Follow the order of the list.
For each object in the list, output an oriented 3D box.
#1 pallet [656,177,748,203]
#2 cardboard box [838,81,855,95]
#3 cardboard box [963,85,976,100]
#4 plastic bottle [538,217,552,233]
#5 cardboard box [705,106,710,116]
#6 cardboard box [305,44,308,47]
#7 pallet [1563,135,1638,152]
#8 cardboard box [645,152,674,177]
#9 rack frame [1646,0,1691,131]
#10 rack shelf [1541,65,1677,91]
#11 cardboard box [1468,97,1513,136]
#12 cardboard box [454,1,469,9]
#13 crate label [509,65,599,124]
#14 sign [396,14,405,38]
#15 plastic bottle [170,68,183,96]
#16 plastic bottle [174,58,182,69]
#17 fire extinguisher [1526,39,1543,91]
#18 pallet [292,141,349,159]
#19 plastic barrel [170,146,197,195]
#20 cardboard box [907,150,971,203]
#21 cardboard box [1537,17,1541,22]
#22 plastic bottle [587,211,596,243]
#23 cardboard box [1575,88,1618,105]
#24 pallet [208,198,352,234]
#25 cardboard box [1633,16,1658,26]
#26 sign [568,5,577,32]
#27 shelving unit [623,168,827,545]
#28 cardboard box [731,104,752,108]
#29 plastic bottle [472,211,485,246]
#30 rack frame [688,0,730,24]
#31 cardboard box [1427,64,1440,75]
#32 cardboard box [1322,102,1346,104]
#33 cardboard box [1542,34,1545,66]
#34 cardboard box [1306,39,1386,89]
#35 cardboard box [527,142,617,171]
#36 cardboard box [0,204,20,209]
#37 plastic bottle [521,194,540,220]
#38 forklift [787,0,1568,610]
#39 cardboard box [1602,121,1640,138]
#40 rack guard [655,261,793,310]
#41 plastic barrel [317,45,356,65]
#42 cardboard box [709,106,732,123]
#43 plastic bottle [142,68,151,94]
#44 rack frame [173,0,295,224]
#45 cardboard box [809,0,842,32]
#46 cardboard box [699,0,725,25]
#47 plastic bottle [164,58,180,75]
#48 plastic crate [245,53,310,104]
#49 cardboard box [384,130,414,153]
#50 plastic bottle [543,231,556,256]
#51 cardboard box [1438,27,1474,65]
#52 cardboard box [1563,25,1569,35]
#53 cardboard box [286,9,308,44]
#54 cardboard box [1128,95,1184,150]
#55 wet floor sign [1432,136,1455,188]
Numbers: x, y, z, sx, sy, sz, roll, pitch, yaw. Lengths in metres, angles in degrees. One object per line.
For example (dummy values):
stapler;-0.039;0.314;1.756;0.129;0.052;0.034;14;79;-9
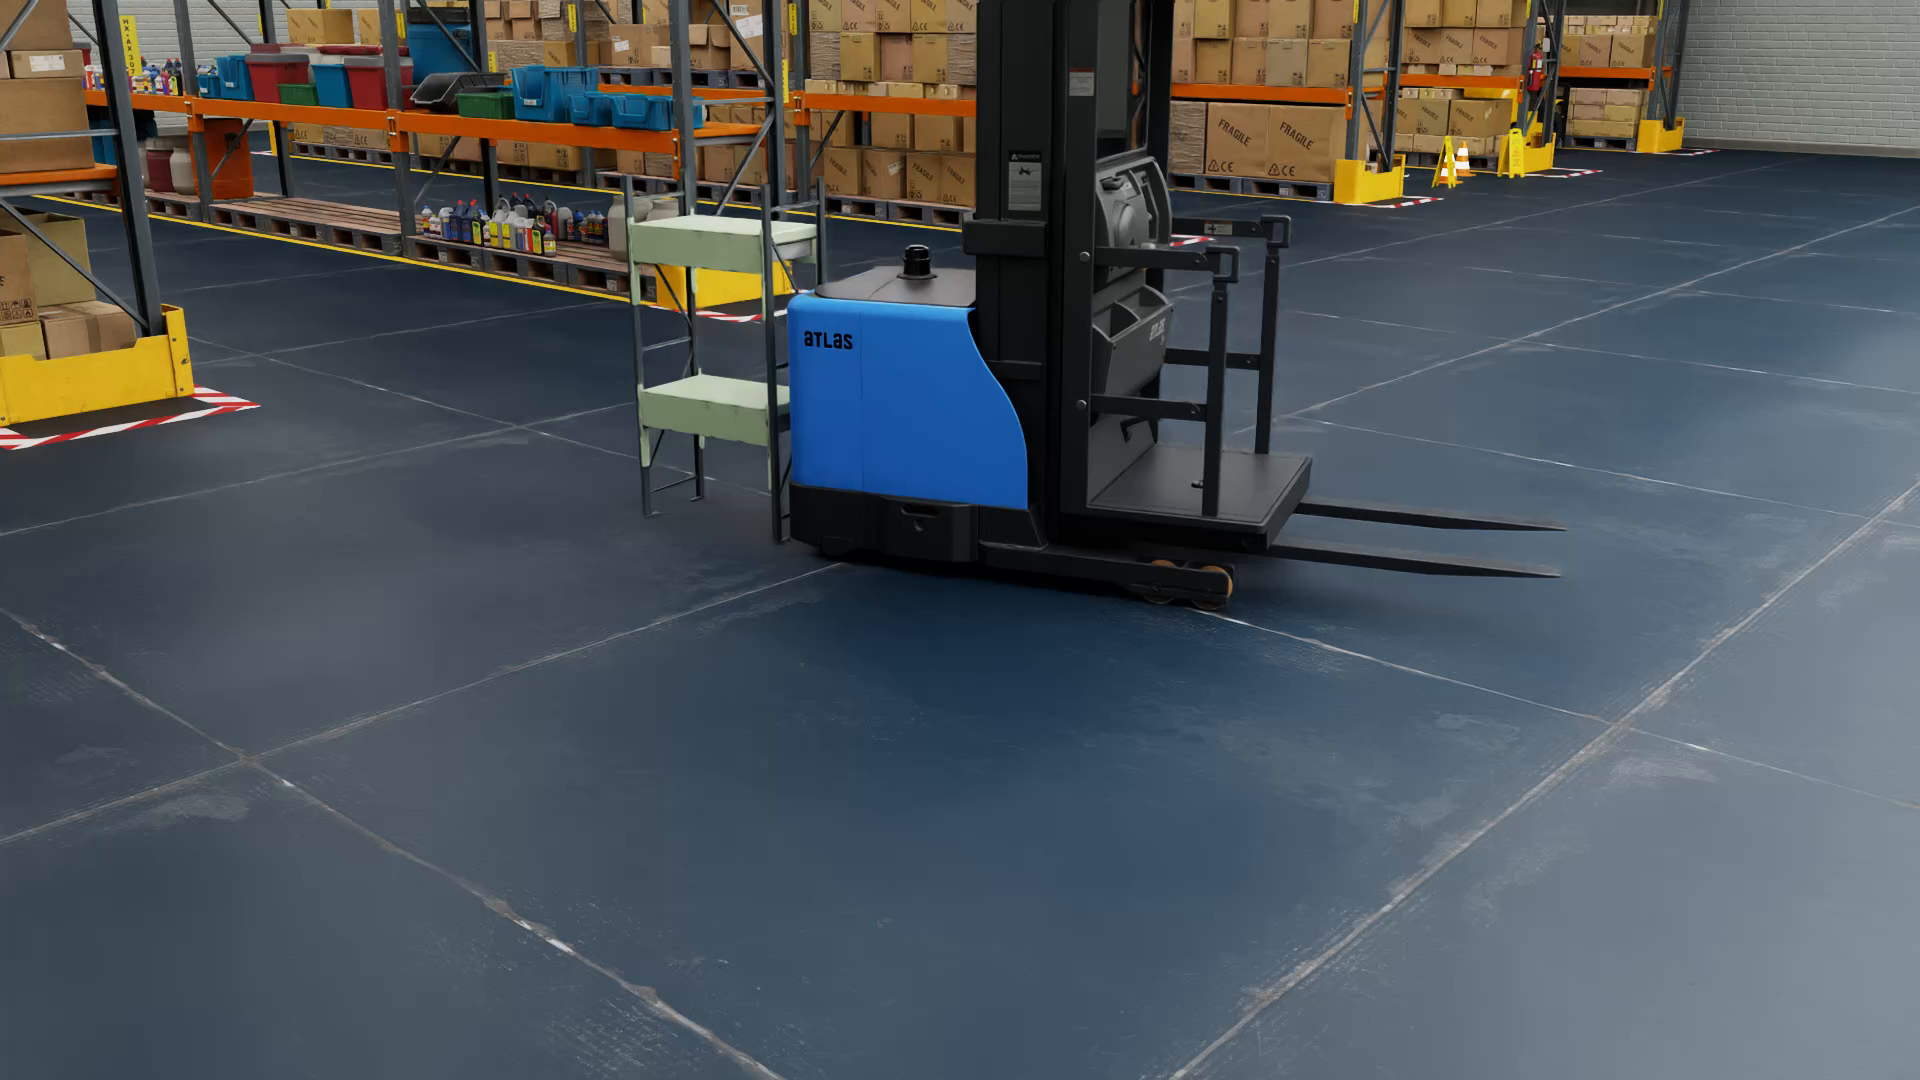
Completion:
pallet;-2.952;-4.318;20.368;1.213;0.211;1.003;15;23;39
cardboard box;-1.107;-4.918;18.065;0.250;0.149;0.380;15;23;39
cardboard box;0.243;-4.581;17.003;0.250;0.149;0.380;15;23;39
plastic bottle;-3.513;-2.588;14.070;0.133;0.283;0.061;15;23;39
cardboard box;-4.188;-7.195;27.860;0.250;0.149;0.380;16;24;41
cardboard box;-9.855;-7.465;25.432;0.500;0.250;0.500;15;23;39
pallet;10.809;-6.624;27.634;1.213;0.211;1.003;15;23;39
cardboard box;-3.506;-4.829;20.774;0.500;0.500;0.700;13;22;35
rack frame;11.409;-7.809;26.758;0.127;3.000;1.000;15;23;39
rack shelf;9.913;-7.867;28.132;4.000;0.370;1.077;15;23;39
cardboard box;7.679;-6.161;24.178;0.500;0.500;0.500;14;22;37
cardboard box;-6.447;-7.111;22.737;0.637;0.503;0.797;15;23;40
crate label;-3.304;-3.647;13.588;0.616;0.435;0.502;15;23;39
sign;-7.803;-7.177;23.205;0.005;0.325;0.100;15;23;39
plastic bottle;-8.317;-4.858;17.652;0.133;0.283;0.061;15;23;39
plastic bottle;-8.995;-5.376;19.176;0.185;0.351;0.144;15;23;39
fire extinguisher;7.897;-6.521;22.828;0.183;0.674;0.296;15;23;39
pallet;-9.778;-6.183;26.247;1.213;0.211;1.003;15;23;39
plastic barrel;-8.591;-4.130;18.586;0.421;0.512;0.421;0;18;0
cardboard box;-0.230;-3.945;18.022;0.500;0.500;0.500;13;22;34
cardboard box;9.673;-8.693;27.814;0.250;0.149;0.380;15;23;39
plastic bottle;-3.229;-2.755;14.617;0.097;0.271;0.097;0;18;0
cardboard box;10.472;-7.298;27.347;0.500;0.250;0.500;16;23;40
pallet;-7.178;-3.435;17.587;1.213;0.211;1.003;15;23;39
cardboard box;11.001;-8.332;26.676;0.250;0.149;0.380;15;23;39
sign;-4.810;-6.475;20.641;0.005;0.325;0.100;15;23;39
shelving unit;-0.990;-0.806;7.172;0.755;1.500;0.431;11;20;30
cardboard box;-3.291;-7.006;26.426;0.500;0.250;0.500;16;24;41
plastic bottle;-4.175;-2.704;14.436;0.133;0.283;0.061;16;24;42
rack frame;-4.068;-7.954;27.216;0.127;3.000;1.000;15;23;39
cardboard box;6.944;-6.802;24.001;0.250;0.149;0.380;15;23;40
cardboard box;5.796;-6.451;25.091;0.500;0.500;0.500;16;24;41
cardboard box;9.718;-8.203;27.836;0.500;0.500;0.500;15;23;40
cardboard box;4.600;-5.680;19.804;0.550;0.550;0.875;15;23;39
cardboard box;-4.946;-5.380;21.923;0.875;0.875;1.225;14;22;37
cardboard box;-6.412;-1.909;10.780;0.500;0.500;0.500;15;23;39
plastic bottle;-3.923;-2.970;15.163;0.185;0.351;0.144;14;22;37
forklift;0.863;-1.314;6.405;3.031;2.935;1.130;7;19;20
cardboard box;10.848;-6.721;27.182;0.500;0.250;0.500;15;23;40
rack guard;-1.836;-2.135;13.014;0.348;0.500;1.175;15;23;39
plastic barrel;-6.182;-4.666;16.631;0.433;0.535;0.433;0;18;0
cardboard box;-3.691;-6.755;26.874;0.500;0.500;0.500;16;24;41
plastic bottle;-8.855;-5.004;18.132;0.097;0.271;0.097;0;18;0
rack frame;-7.732;-4.929;17.683;0.127;3.000;1.000;15;23;39
cardboard box;-1.285;-5.764;18.006;0.500;0.500;0.500;15;23;39
cardboard box;-4.244;-8.766;27.464;0.500;0.500;0.500;16;23;41
plastic bottle;-8.995;-5.315;18.982;0.185;0.351;0.144;15;23;39
plastic crate;-6.726;-4.565;16.432;0.583;0.464;0.402;15;23;39
cardboard box;-7.876;-6.190;24.477;0.875;0.875;0.875;15;23;39
plastic bottle;-3.413;-2.468;13.827;0.097;0.201;0.097;0;18;0
cardboard box;7.157;-7.023;23.624;0.500;0.500;0.500;15;23;39
cardboard box;9.988;-8.424;27.459;0.250;0.149;0.380;15;23;40
cardboard box;-9.874;-7.825;25.327;0.500;0.500;0.500;14;23;38
cardboard box;2.339;-5.393;21.965;0.875;0.875;0.875;15;23;40
wet floor sign;6.243;-4.865;21.374;0.232;0.644;0.267;11;20;30
